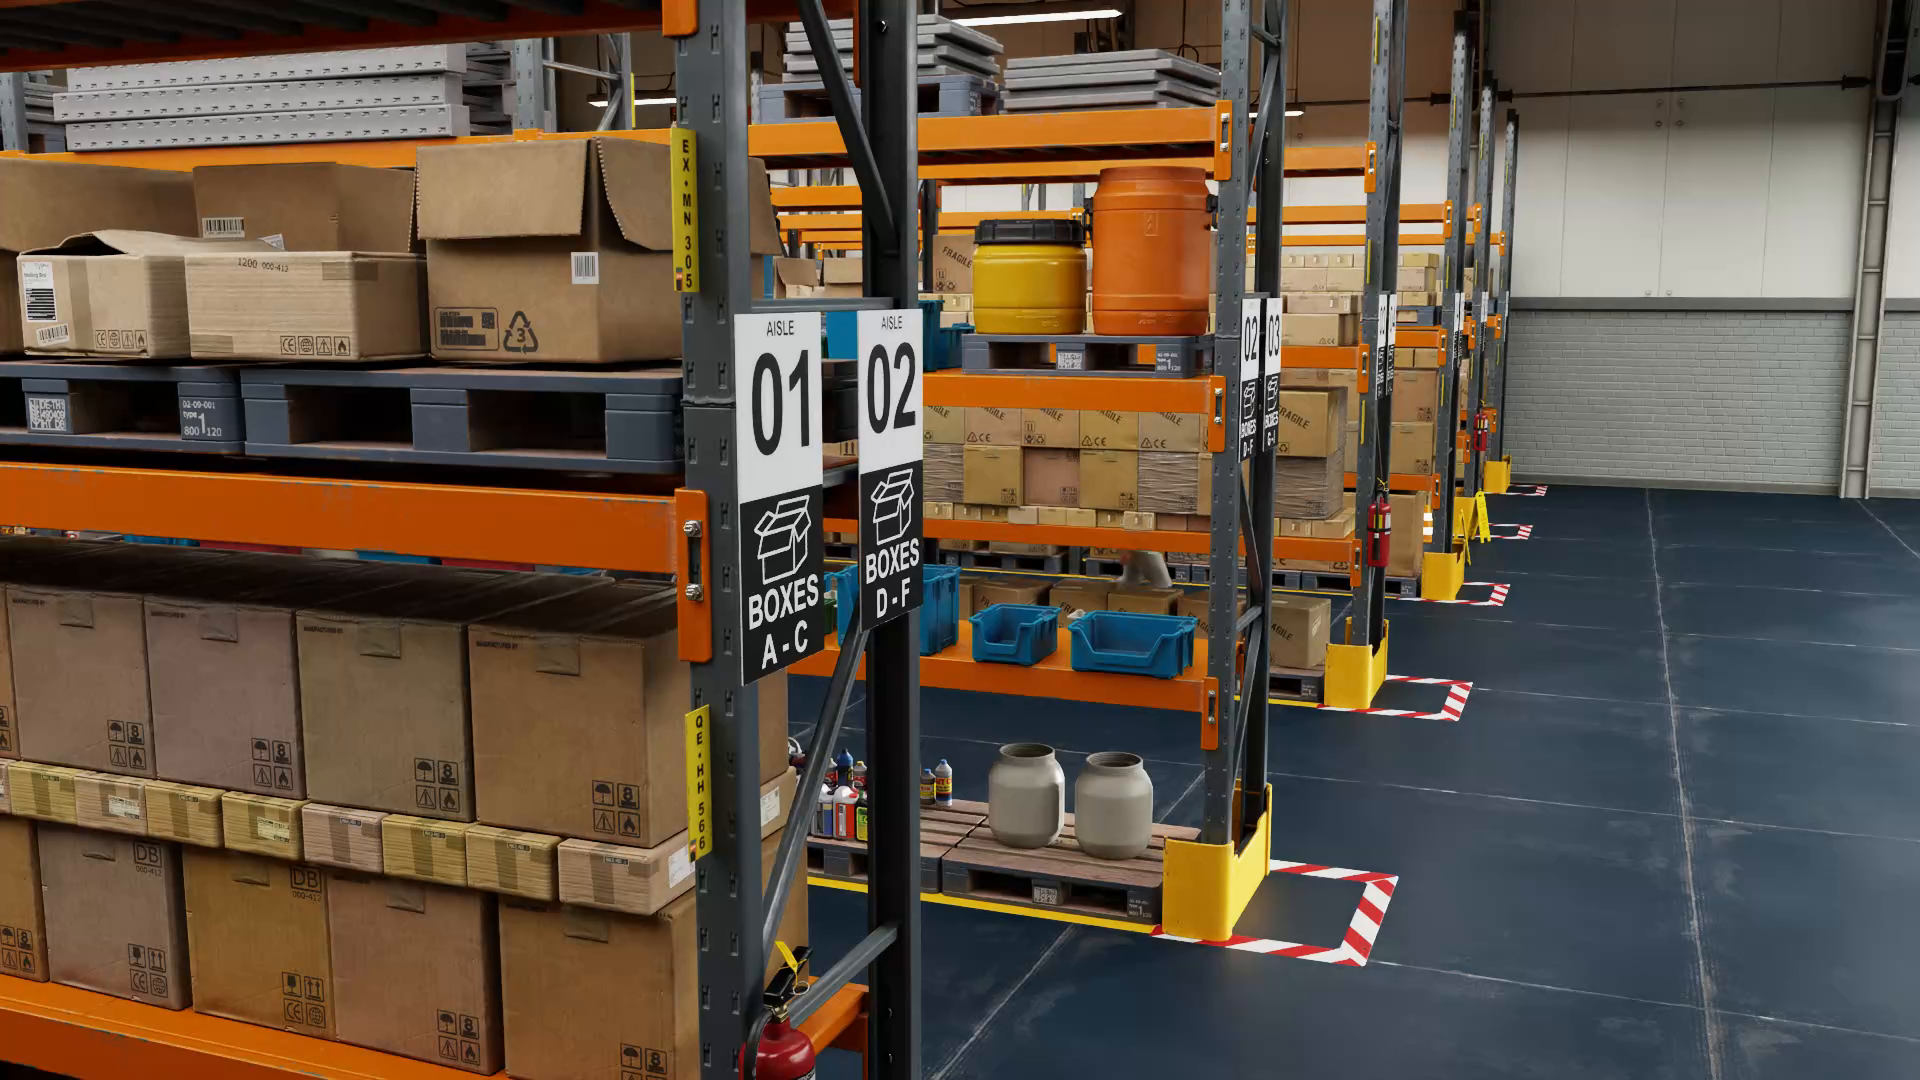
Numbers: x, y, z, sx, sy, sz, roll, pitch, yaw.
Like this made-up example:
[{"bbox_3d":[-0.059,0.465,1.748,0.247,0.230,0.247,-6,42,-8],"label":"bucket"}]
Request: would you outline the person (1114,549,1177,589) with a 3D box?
[{"bbox_3d":[1.767,0.013,15.656,1.075,1.714,0.538,3,9,18],"label":"person"}]
